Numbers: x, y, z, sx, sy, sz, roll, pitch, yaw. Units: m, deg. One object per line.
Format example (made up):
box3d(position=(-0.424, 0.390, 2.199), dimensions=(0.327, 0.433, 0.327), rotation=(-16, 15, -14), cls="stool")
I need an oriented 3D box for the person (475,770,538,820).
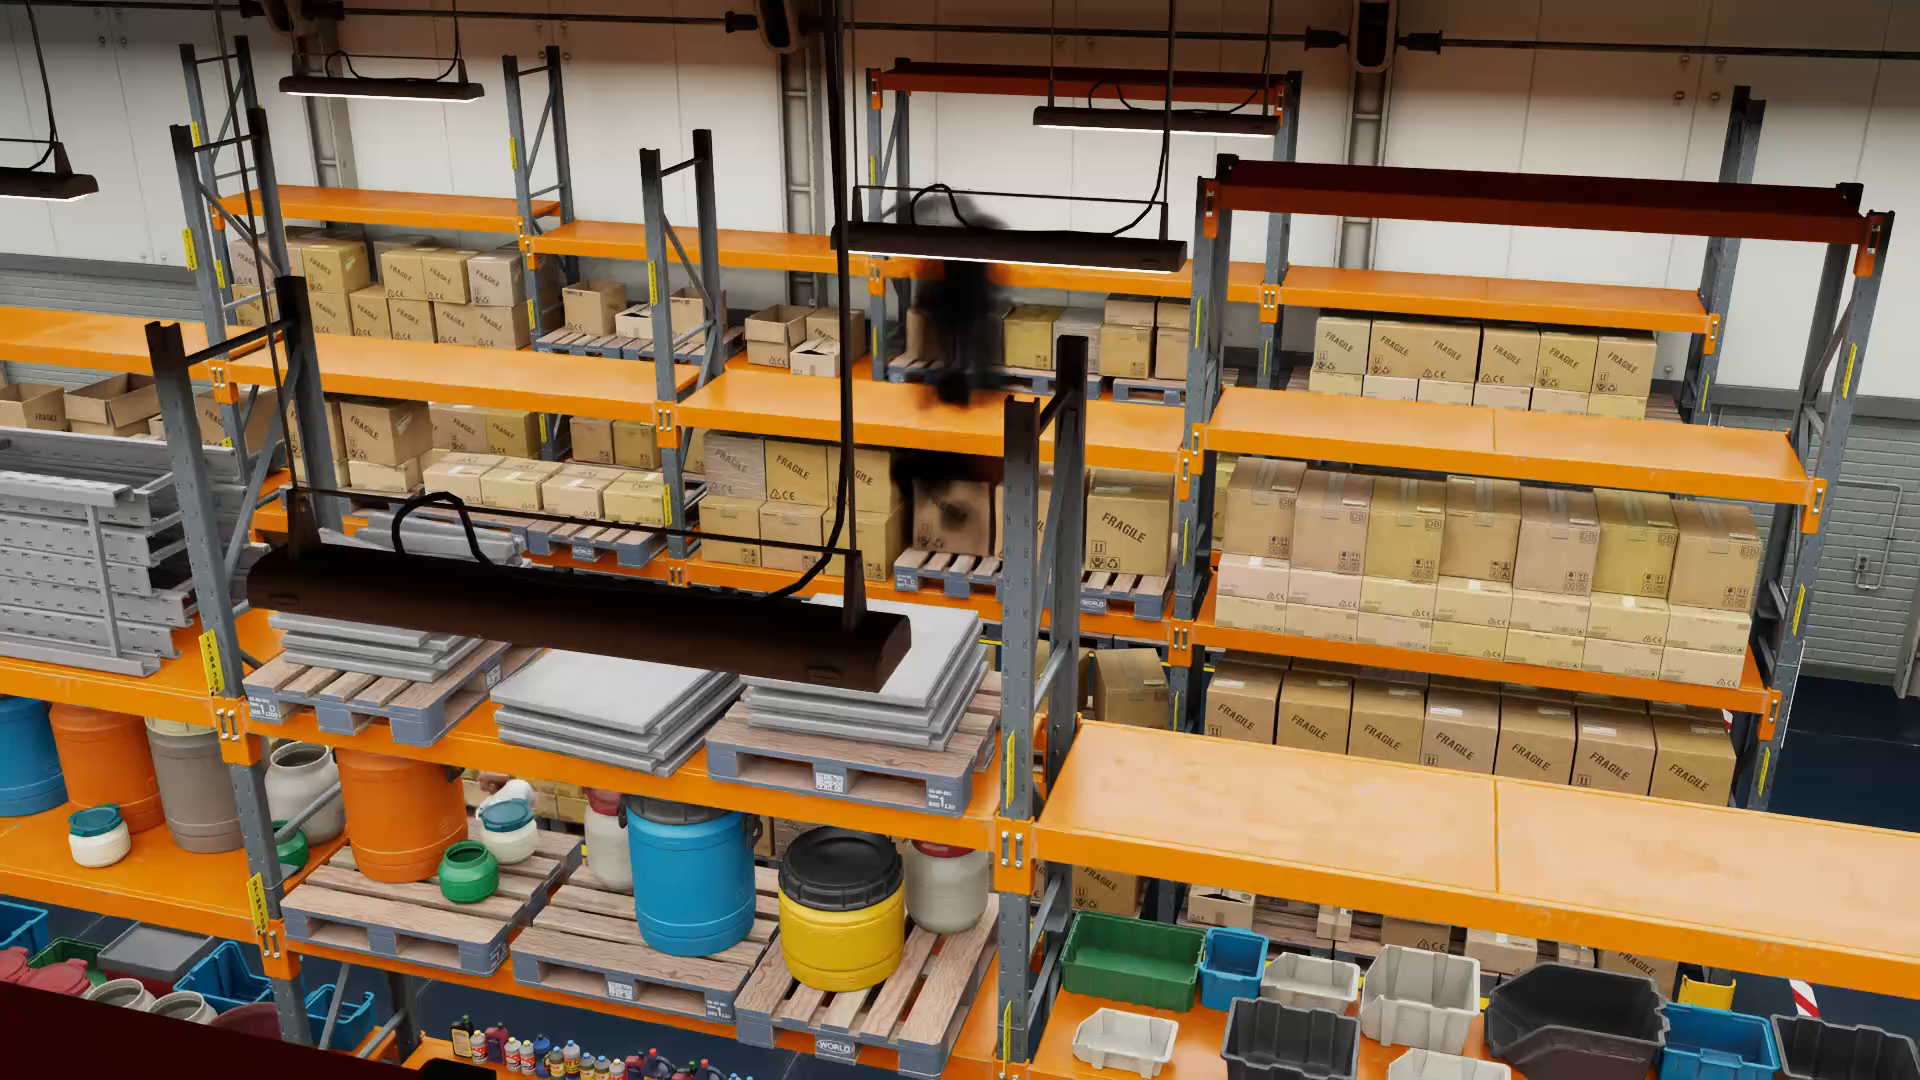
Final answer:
box3d(position=(-3.469, 2.425, 12.686), dimensions=(0.614, 1.716, 0.773), rotation=(8, 24, 19), cls="person")
